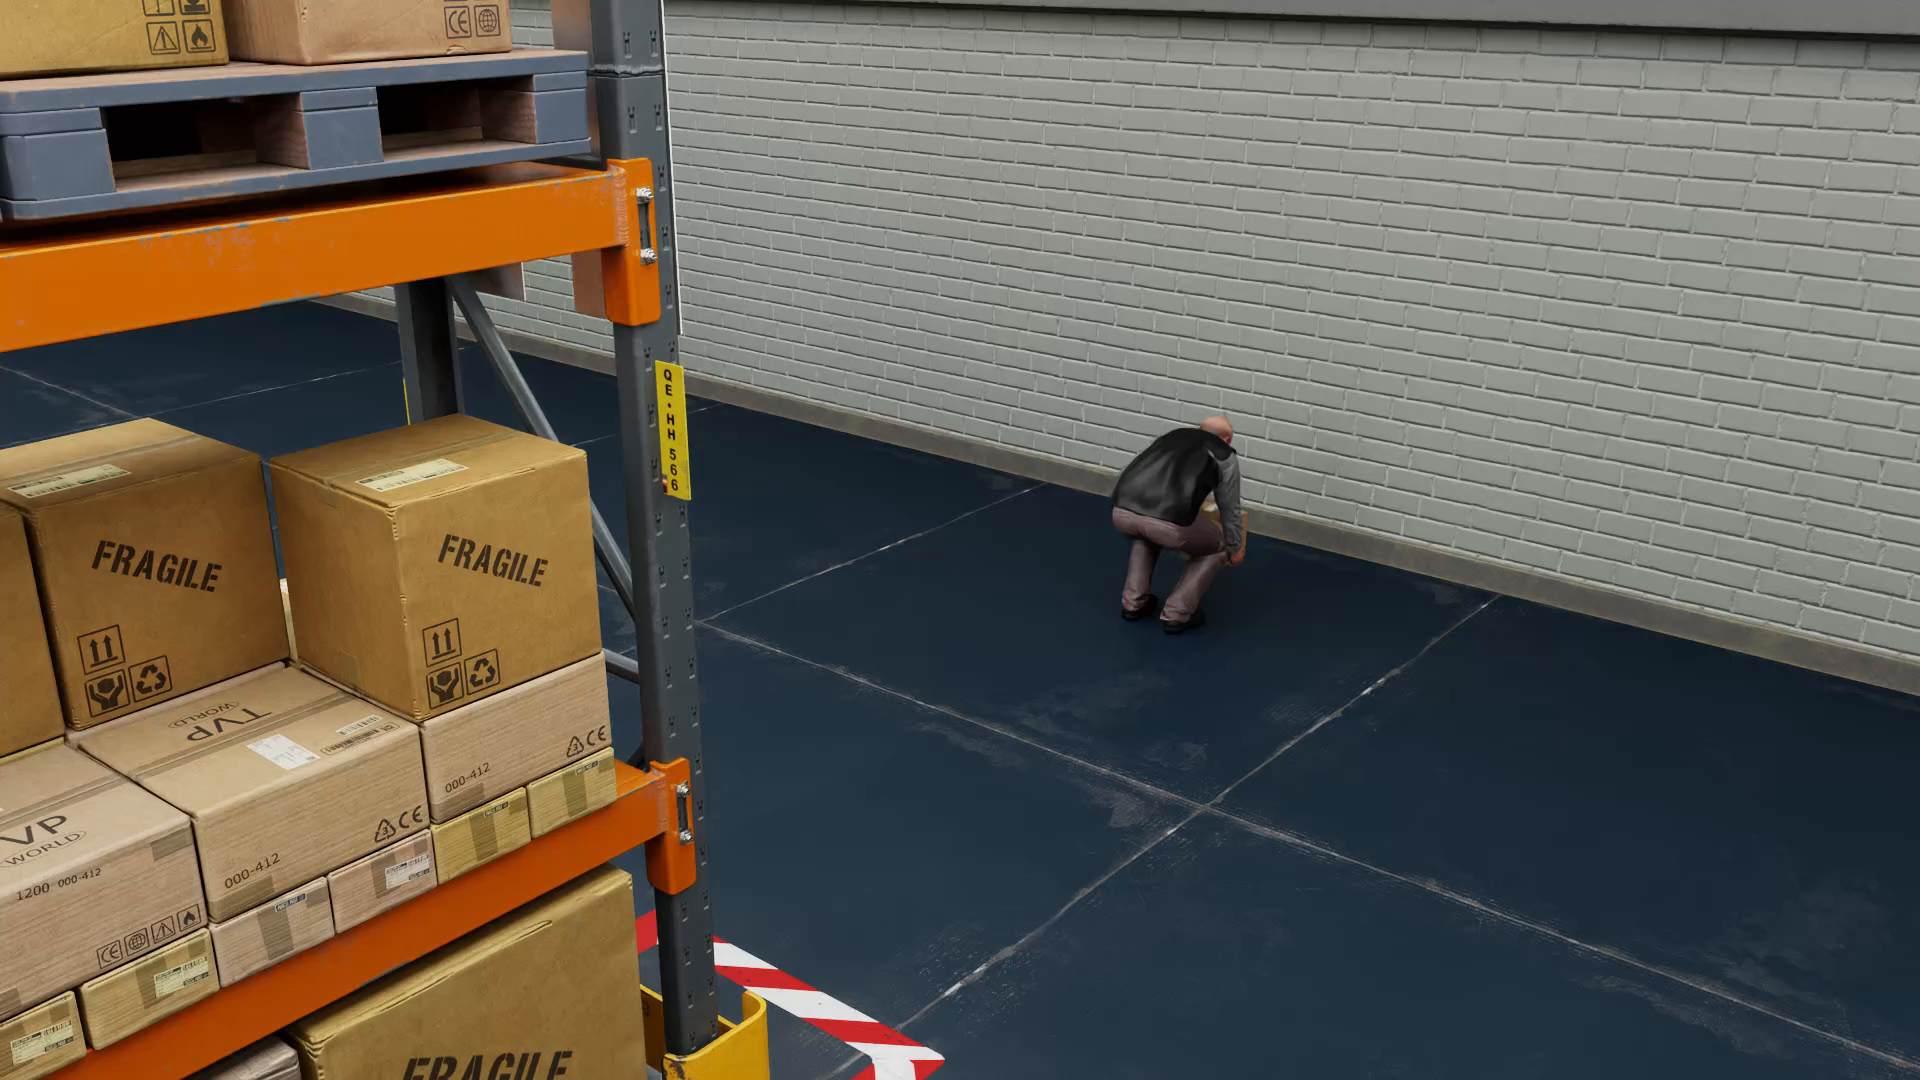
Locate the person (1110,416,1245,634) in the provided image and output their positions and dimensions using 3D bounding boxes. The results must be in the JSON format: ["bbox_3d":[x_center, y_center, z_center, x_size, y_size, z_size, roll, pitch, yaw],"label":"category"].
[{"bbox_3d":[1.120,-0.082,8.461,0.520,0.954,0.928,15,25,35],"label":"person"}]
